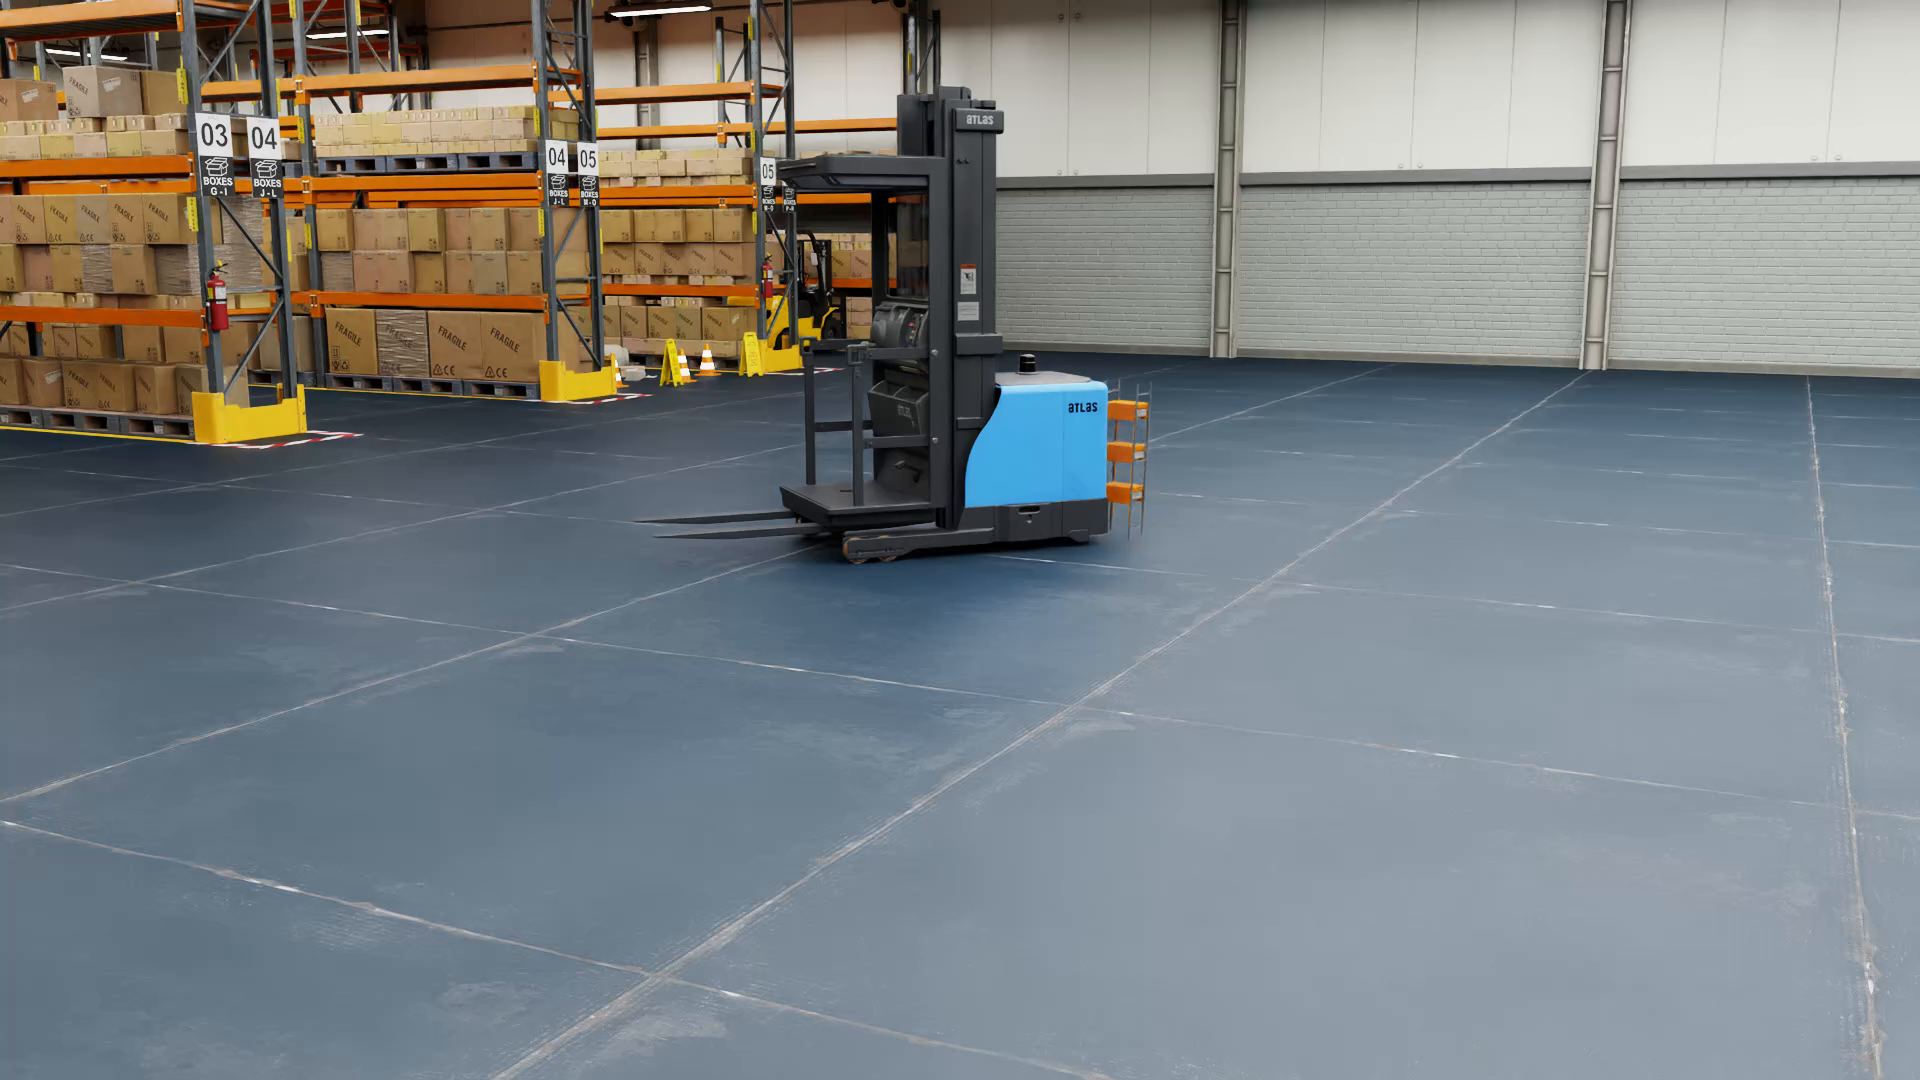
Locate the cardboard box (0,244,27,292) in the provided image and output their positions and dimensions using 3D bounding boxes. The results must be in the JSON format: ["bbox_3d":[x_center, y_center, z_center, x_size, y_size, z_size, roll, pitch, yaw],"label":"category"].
[{"bbox_3d":[-9.974,-2.948,17.983,0.500,0.500,0.875,5,11,26],"label":"cardboard box"}]

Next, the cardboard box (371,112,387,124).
[{"bbox_3d":[-7.406,-5.465,21.588,0.250,0.149,0.380,5,11,26],"label":"cardboard box"}]

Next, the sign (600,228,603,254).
[{"bbox_3d":[-4.659,-3.865,21.512,0.005,0.325,0.100,5,11,26],"label":"sign"}]

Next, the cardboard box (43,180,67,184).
[{"bbox_3d":[-13.163,-5.510,24.546,0.500,0.500,0.500,5,11,26],"label":"cardboard box"}]

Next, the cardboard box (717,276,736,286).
[{"bbox_3d":[-3.517,-3.985,25.530,0.250,0.149,0.380,5,11,25],"label":"cardboard box"}]

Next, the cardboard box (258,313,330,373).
[{"bbox_3d":[-9.094,-2.762,23.204,0.750,0.750,1.050,5,11,26],"label":"cardboard box"}]

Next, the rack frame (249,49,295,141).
[{"bbox_3d":[-14.966,-9.117,36.335,0.127,3.000,1.000,5,11,26],"label":"rack frame"}]

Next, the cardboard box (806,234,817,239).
[{"bbox_3d":[-2.628,-5.556,30.567,0.250,0.149,0.380,5,11,26],"label":"cardboard box"}]

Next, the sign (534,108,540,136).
[{"bbox_3d":[-5.163,-5.099,20.297,0.005,0.325,0.100,5,11,26],"label":"sign"}]

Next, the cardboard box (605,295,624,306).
[{"bbox_3d":[-5.441,-3.819,26.521,0.250,0.149,0.380,6,12,28],"label":"cardboard box"}]

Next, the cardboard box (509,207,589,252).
[{"bbox_3d":[-5.226,-3.953,21.195,0.550,0.550,0.875,5,11,26],"label":"cardboard box"}]

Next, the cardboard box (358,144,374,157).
[{"bbox_3d":[-7.640,-5.093,21.770,0.250,0.149,0.380,5,11,25],"label":"cardboard box"}]

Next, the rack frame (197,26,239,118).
[{"bbox_3d":[-13.572,-8.008,30.211,0.127,3.000,1.000,5,11,26],"label":"rack frame"}]

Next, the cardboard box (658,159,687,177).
[{"bbox_3d":[-4.307,-5.737,25.667,0.500,0.250,0.500,5,12,27],"label":"cardboard box"}]

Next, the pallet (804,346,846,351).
[{"bbox_3d":[-2.412,-3.682,30.979,1.213,0.211,1.003,5,11,26],"label":"pallet"}]

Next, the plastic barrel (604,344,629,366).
[{"bbox_3d":[-5.333,-2.764,25.314,0.512,0.421,0.421,-4,11,-23],"label":"plastic barrel"}]

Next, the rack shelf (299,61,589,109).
[{"bbox_3d":[-6.704,-5.871,21.545,4.000,0.370,1.077,5,11,26],"label":"rack shelf"}]

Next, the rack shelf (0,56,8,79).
[{"bbox_3d":[-12.576,-5.402,18.954,4.000,0.370,1.077,5,11,26],"label":"rack shelf"}]

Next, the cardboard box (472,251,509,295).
[{"bbox_3d":[-5.766,-3.448,21.437,0.550,0.550,0.875,5,11,26],"label":"cardboard box"}]

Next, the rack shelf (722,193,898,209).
[{"bbox_3d":[-2.411,-6.183,30.570,4.000,0.370,1.077,5,11,26],"label":"rack shelf"}]

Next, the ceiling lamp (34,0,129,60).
[{"bbox_3d":[-18.400,-11.828,34.927,0.800,3.185,2.000,5,11,26],"label":"ceiling lamp"}]

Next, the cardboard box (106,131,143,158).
[{"bbox_3d":[-8.189,-3.967,16.723,0.500,0.250,0.500,5,11,26],"label":"cardboard box"}]

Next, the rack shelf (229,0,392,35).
[{"bbox_3d":[-11.778,-9.132,29.109,4.000,0.370,1.077,5,11,26],"label":"rack shelf"}]

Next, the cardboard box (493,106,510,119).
[{"bbox_3d":[-5.586,-5.305,20.704,0.250,0.149,0.380,5,11,26],"label":"cardboard box"}]

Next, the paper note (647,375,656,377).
[{"bbox_3d":[-4.539,-2.406,24.440,0.142,0.019,0.148,1,10,6],"label":"paper note"}]

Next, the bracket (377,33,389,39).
[{"bbox_3d":[-12.134,-10.747,35.239,0.430,0.232,0.235,5,11,26],"label":"bracket"}]

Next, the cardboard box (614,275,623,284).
[{"bbox_3d":[-5.297,-4.158,26.485,0.250,0.149,0.380,5,11,26],"label":"cardboard box"}]

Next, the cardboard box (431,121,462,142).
[{"bbox_3d":[-6.371,-5.190,21.187,0.500,0.250,0.500,5,11,25],"label":"cardboard box"}]

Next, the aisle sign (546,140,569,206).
[{"bbox_3d":[-4.979,-4.538,20.582,0.004,0.787,0.394,5,11,26],"label":"aisle sign"}]

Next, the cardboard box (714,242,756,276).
[{"bbox_3d":[-3.419,-4.305,25.479,0.500,0.500,0.500,5,11,25],"label":"cardboard box"}]

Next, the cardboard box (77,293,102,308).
[{"bbox_3d":[-8.934,-2.495,17.300,0.250,0.149,0.380,5,11,26],"label":"cardboard box"}]

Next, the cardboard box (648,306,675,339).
[{"bbox_3d":[-4.563,-3.436,26.230,0.500,0.500,0.500,5,11,24],"label":"cardboard box"}]

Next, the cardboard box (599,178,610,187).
[{"bbox_3d":[-5.539,-5.657,26.348,0.250,0.149,0.380,5,12,28],"label":"cardboard box"}]

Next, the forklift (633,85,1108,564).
[{"bbox_3d":[-0.578,-1.400,10.735,3.031,2.935,1.130,-4,11,-22],"label":"forklift"}]

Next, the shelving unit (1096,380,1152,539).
[{"bbox_3d":[1.112,-0.550,11.285,0.252,1.050,0.215,9,12,33],"label":"shelving unit"}]

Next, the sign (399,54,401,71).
[{"bbox_3d":[-9.753,-8.279,28.863,0.005,0.325,0.100,5,11,26],"label":"sign"}]

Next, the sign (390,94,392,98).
[{"bbox_3d":[-11.636,-9.215,34.032,0.005,0.325,0.100,5,11,26],"label":"sign"}]

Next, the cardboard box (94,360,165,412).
[{"bbox_3d":[-8.852,-1.651,17.767,0.500,0.500,0.500,6,12,31],"label":"cardboard box"}]

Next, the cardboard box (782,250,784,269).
[{"bbox_3d":[-2.993,-5.113,30.780,0.500,0.500,0.500,5,11,25],"label":"cardboard box"}]

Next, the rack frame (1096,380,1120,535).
[{"bbox_3d":[1.011,-0.566,11.352,0.008,1.050,0.200,9,12,33],"label":"rack frame"}]

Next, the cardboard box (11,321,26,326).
[{"bbox_3d":[-14.192,-3.421,25.441,0.500,0.250,0.500,6,12,28],"label":"cardboard box"}]

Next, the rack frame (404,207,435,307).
[{"bbox_3d":[-11.379,-5.849,35.127,0.127,3.000,1.000,5,11,26],"label":"rack frame"}]

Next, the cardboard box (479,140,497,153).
[{"bbox_3d":[-5.814,-4.933,20.885,0.250,0.149,0.380,5,11,27],"label":"cardboard box"}]

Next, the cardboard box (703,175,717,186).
[{"bbox_3d":[-3.715,-5.487,25.410,0.250,0.149,0.380,5,12,28],"label":"cardboard box"}]

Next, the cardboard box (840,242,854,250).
[{"bbox_3d":[-1.978,-5.335,30.184,0.250,0.149,0.380,5,11,24],"label":"cardboard box"}]

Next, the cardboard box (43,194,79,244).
[{"bbox_3d":[-9.141,-3.338,17.330,0.500,0.500,0.500,5,11,26],"label":"cardboard box"}]

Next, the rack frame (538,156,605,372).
[{"bbox_3d":[-4.910,-3.312,21.109,0.127,3.000,1.000,5,11,26],"label":"rack frame"}]

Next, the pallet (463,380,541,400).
[{"bbox_3d":[-5.662,-1.991,21.636,1.213,0.211,1.003,5,11,26],"label":"pallet"}]

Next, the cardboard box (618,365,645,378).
[{"bbox_3d":[-4.879,-2.489,24.563,0.380,0.149,0.250,-7,12,-33],"label":"cardboard box"}]

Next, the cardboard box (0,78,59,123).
[{"bbox_3d":[-10.266,-4.766,18.199,0.500,0.500,0.500,5,11,24],"label":"cardboard box"}]

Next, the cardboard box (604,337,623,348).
[{"bbox_3d":[-5.504,-3.150,26.752,0.500,0.250,0.500,6,12,29],"label":"cardboard box"}]

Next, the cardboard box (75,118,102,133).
[{"bbox_3d":[-8.746,-4.202,16.905,0.250,0.149,0.380,4,11,23],"label":"cardboard box"}]

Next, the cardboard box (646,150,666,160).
[{"bbox_3d":[-4.635,-5.950,25.730,0.250,0.149,0.380,5,12,27],"label":"cardboard box"}]
